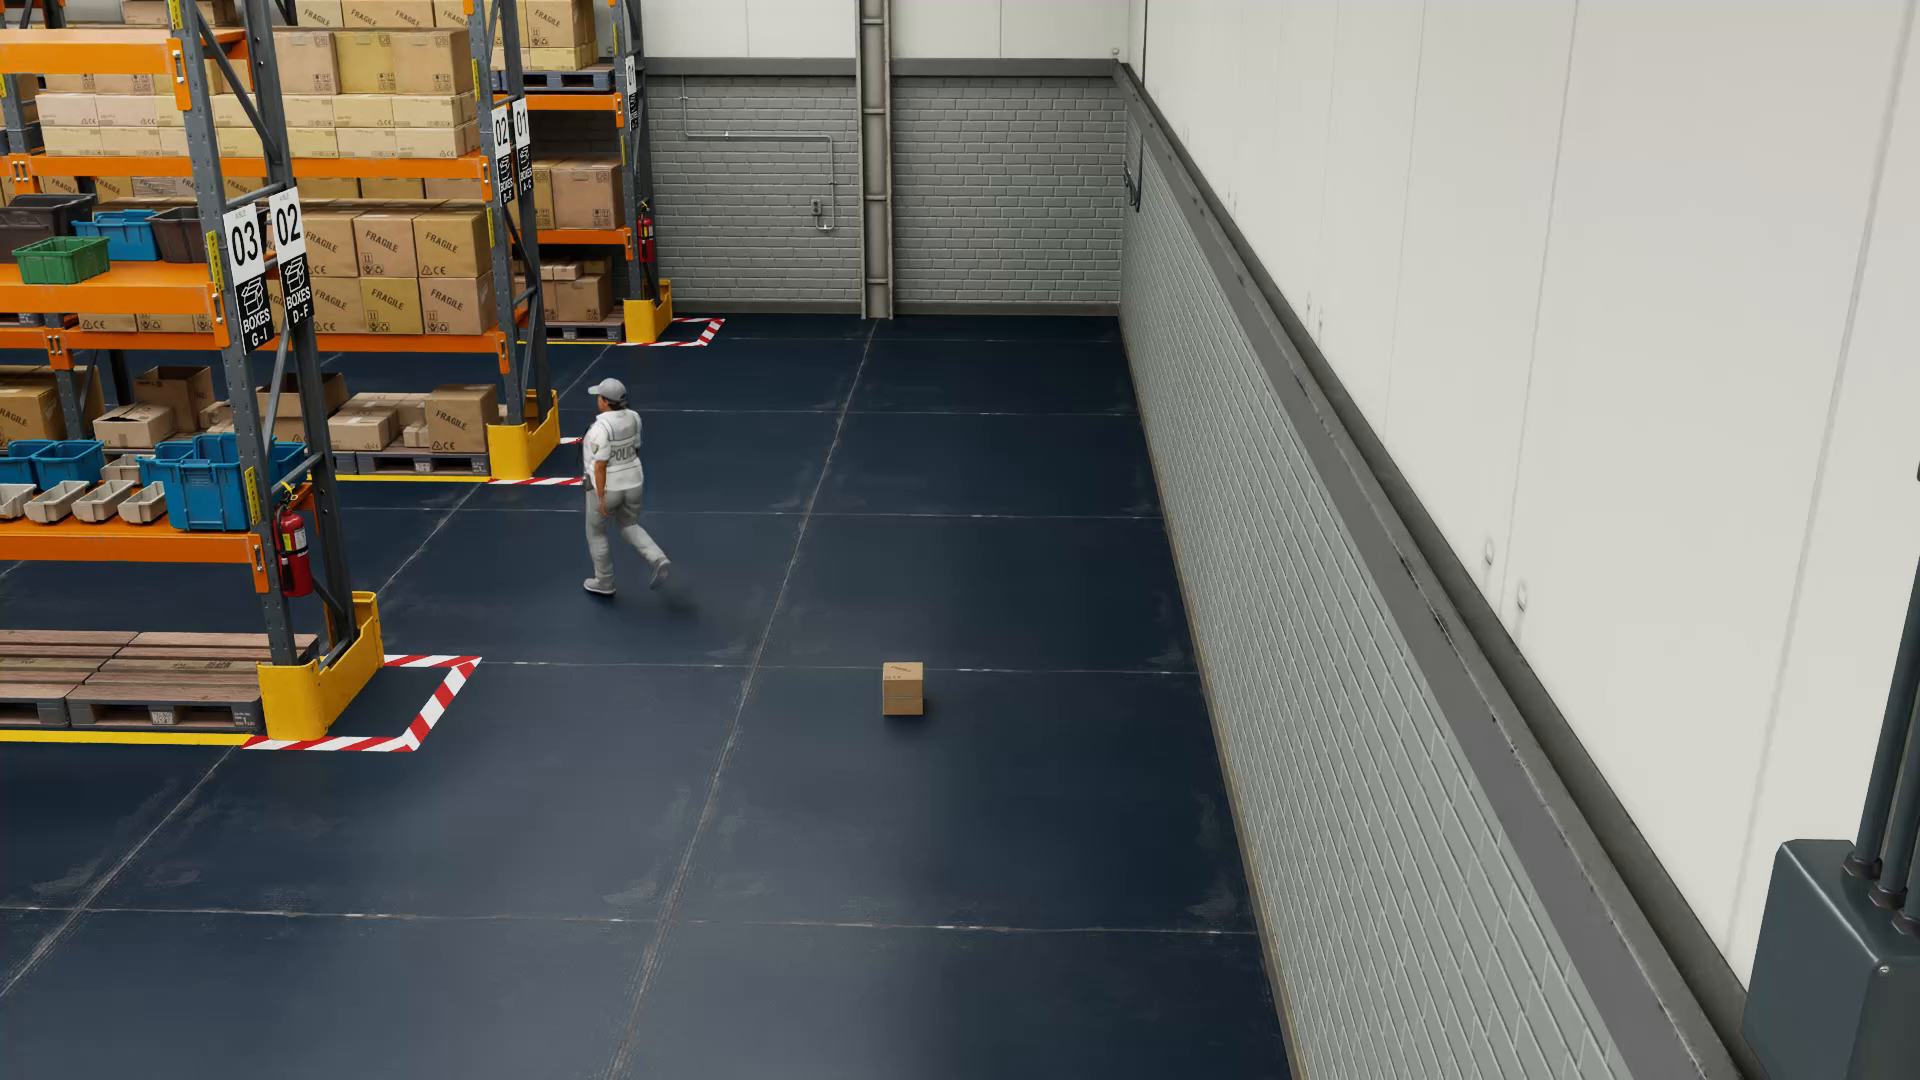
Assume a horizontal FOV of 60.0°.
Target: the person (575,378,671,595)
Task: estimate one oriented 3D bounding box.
[{"bbox_3d":[-2.473,-0.371,12.009,0.699,1.639,0.479,16,26,35],"label":"person"}]
